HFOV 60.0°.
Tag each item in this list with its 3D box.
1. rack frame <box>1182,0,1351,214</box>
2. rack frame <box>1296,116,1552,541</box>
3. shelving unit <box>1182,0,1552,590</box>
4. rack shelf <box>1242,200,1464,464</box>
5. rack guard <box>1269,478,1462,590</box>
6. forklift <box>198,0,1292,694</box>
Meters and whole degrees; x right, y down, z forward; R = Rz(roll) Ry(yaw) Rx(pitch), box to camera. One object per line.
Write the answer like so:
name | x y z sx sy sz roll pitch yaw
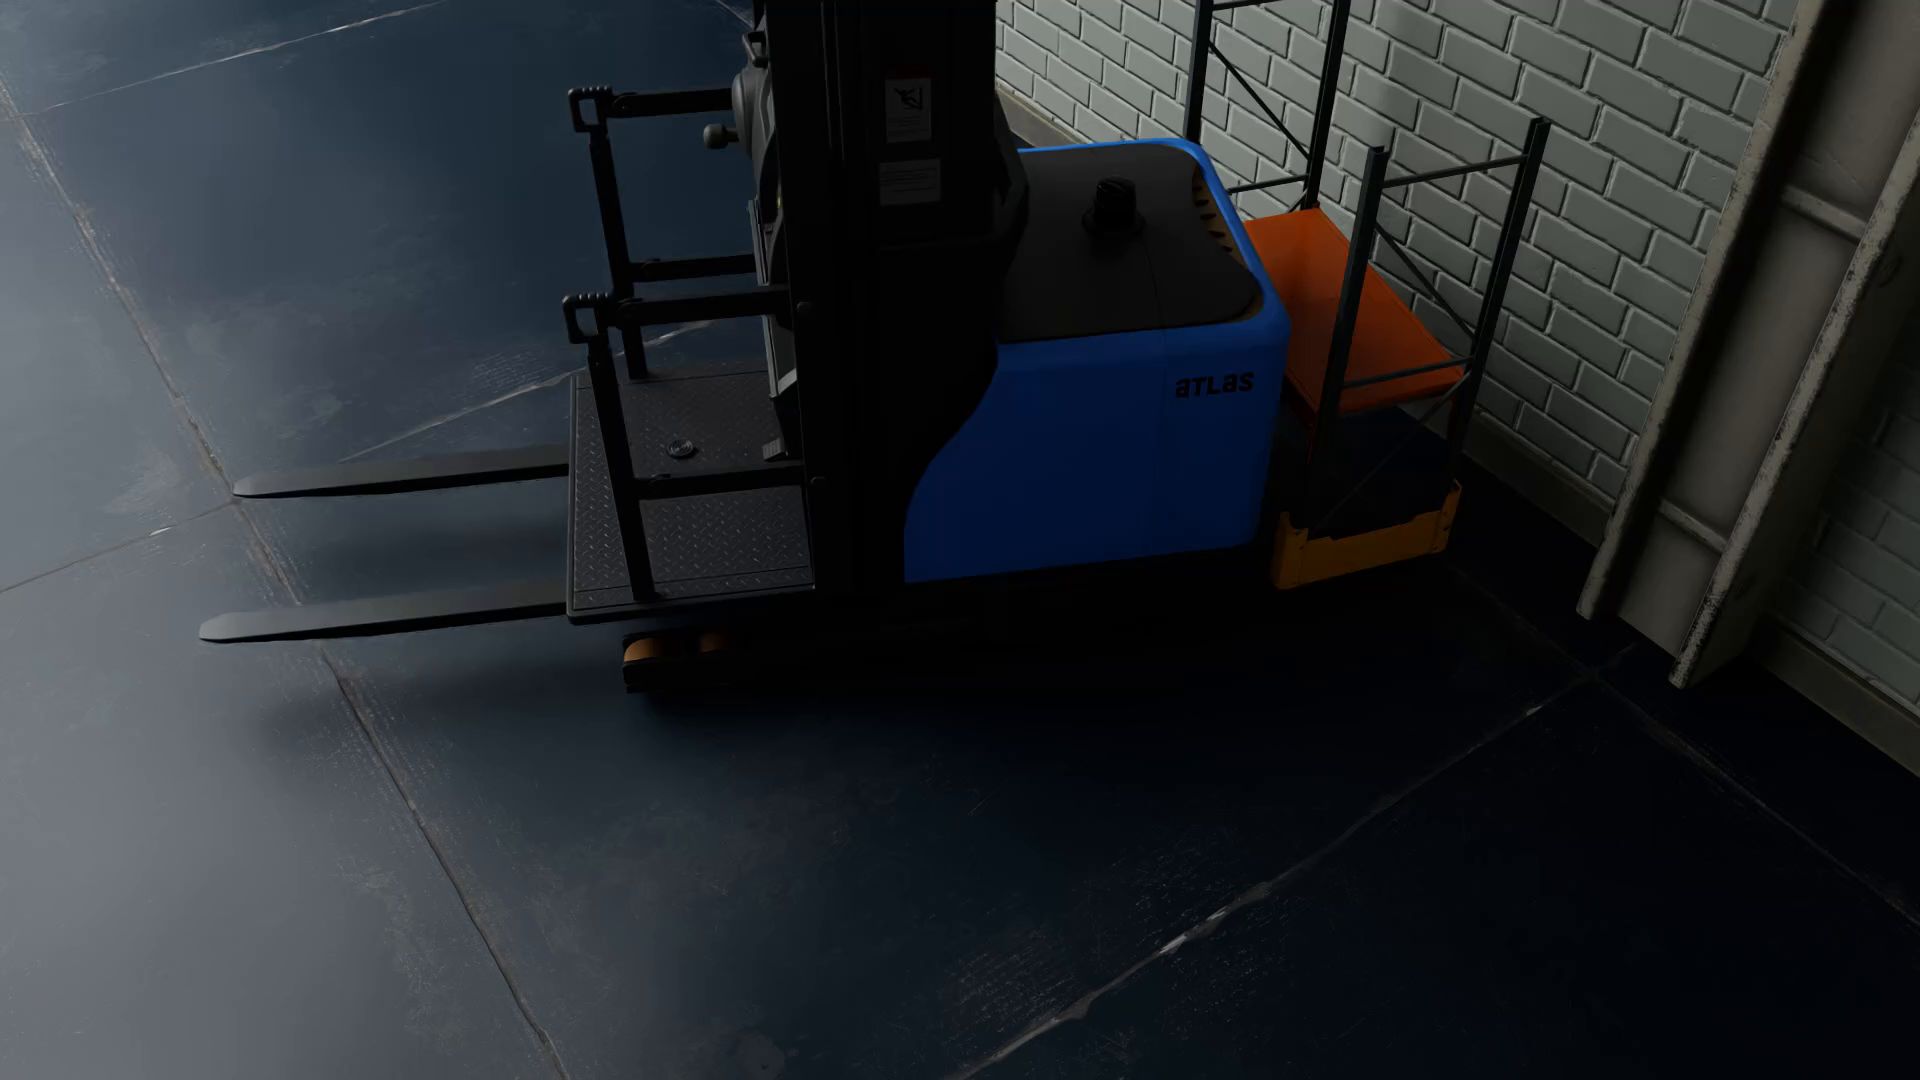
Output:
rack frame | 0.929 -1.131 5.349 0.500 1.500 0.032 -13 45 -13
rack frame | 1.246 -0.464 4.650 0.500 1.500 0.032 -13 45 -13
shelving unit | 1.085 -0.804 5.006 0.587 1.500 1.083 -13 45 -13
rack shelf | 1.087 -0.668 5.124 0.538 0.185 1.000 -13 45 -13
rack guard | 1.240 -0.025 5.095 0.587 0.250 0.087 -13 45 -13
forklift | -0.681 -1.012 4.188 3.031 2.935 1.130 -6 44 -6
